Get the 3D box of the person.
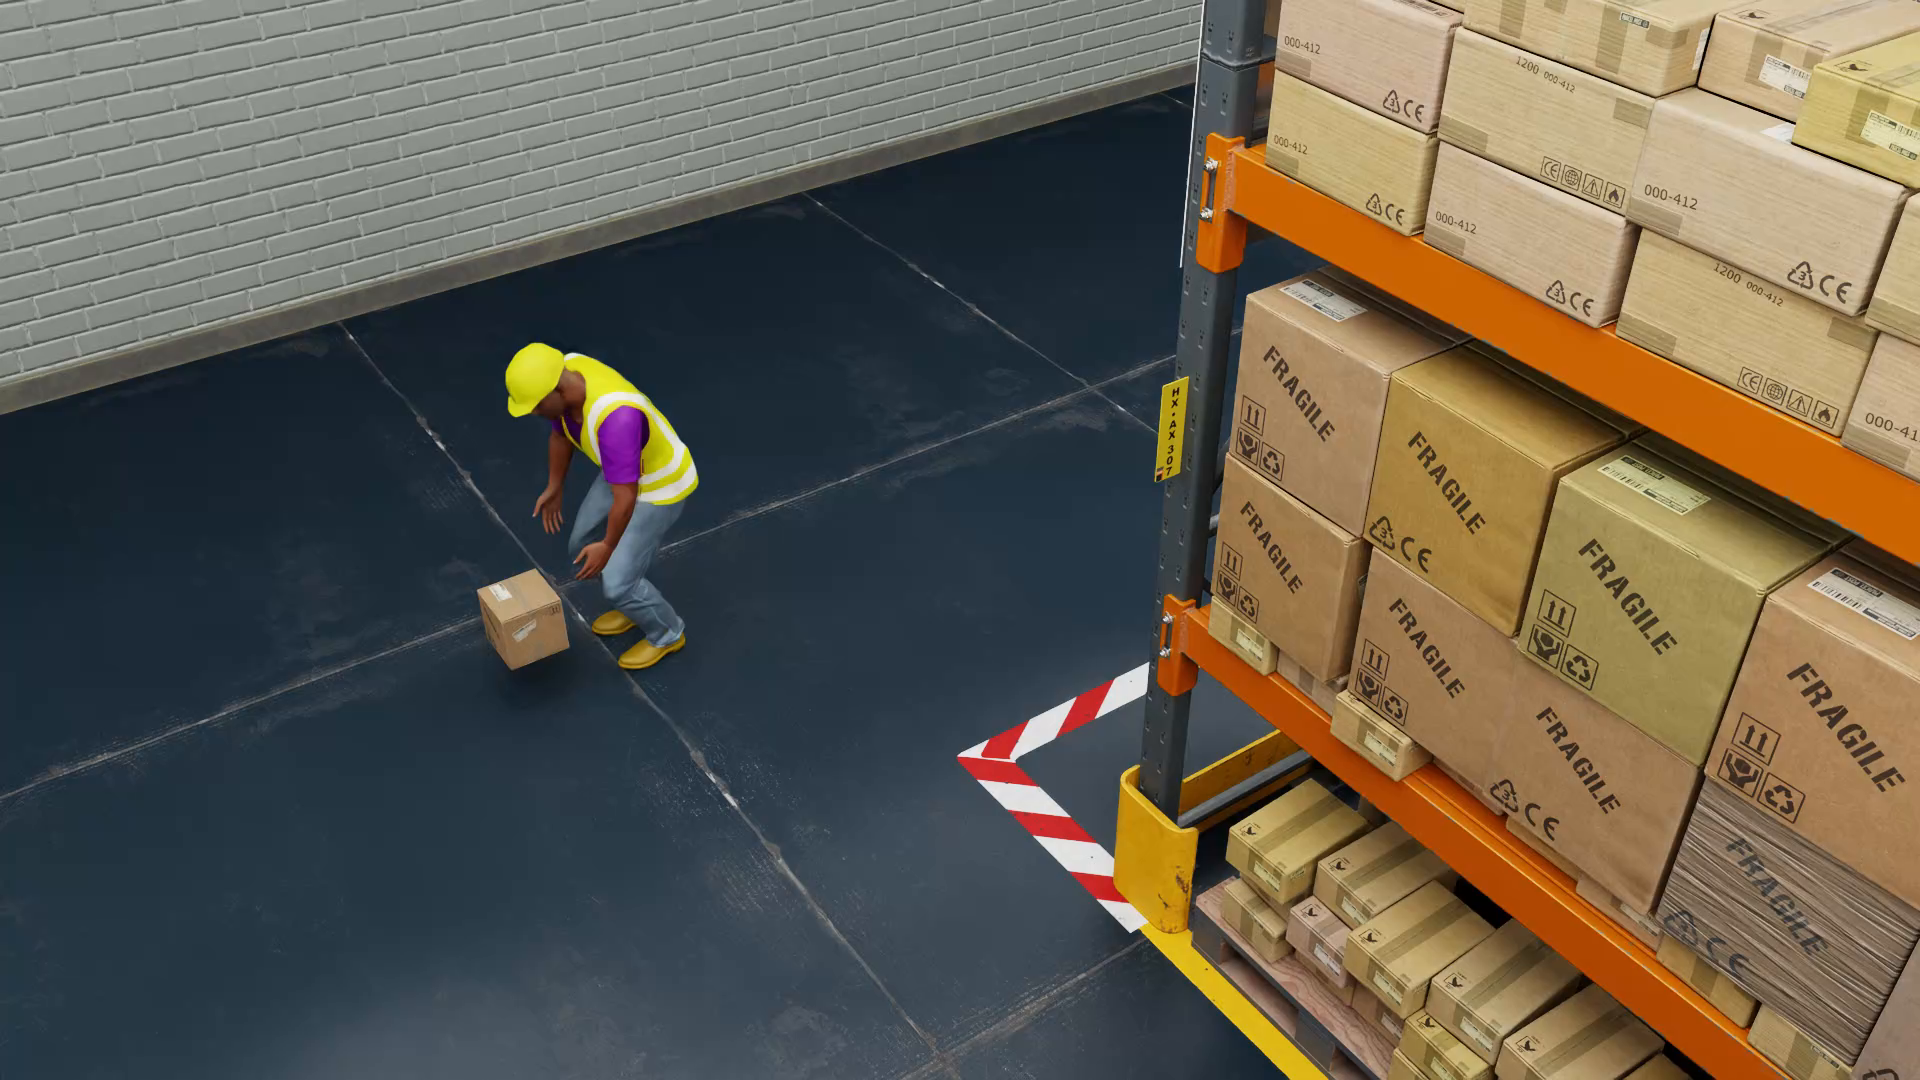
[{"bbox_3d":[-1.369,-0.163,6.562,0.687,1.517,0.627,-22,42,-27],"label":"person"}]
